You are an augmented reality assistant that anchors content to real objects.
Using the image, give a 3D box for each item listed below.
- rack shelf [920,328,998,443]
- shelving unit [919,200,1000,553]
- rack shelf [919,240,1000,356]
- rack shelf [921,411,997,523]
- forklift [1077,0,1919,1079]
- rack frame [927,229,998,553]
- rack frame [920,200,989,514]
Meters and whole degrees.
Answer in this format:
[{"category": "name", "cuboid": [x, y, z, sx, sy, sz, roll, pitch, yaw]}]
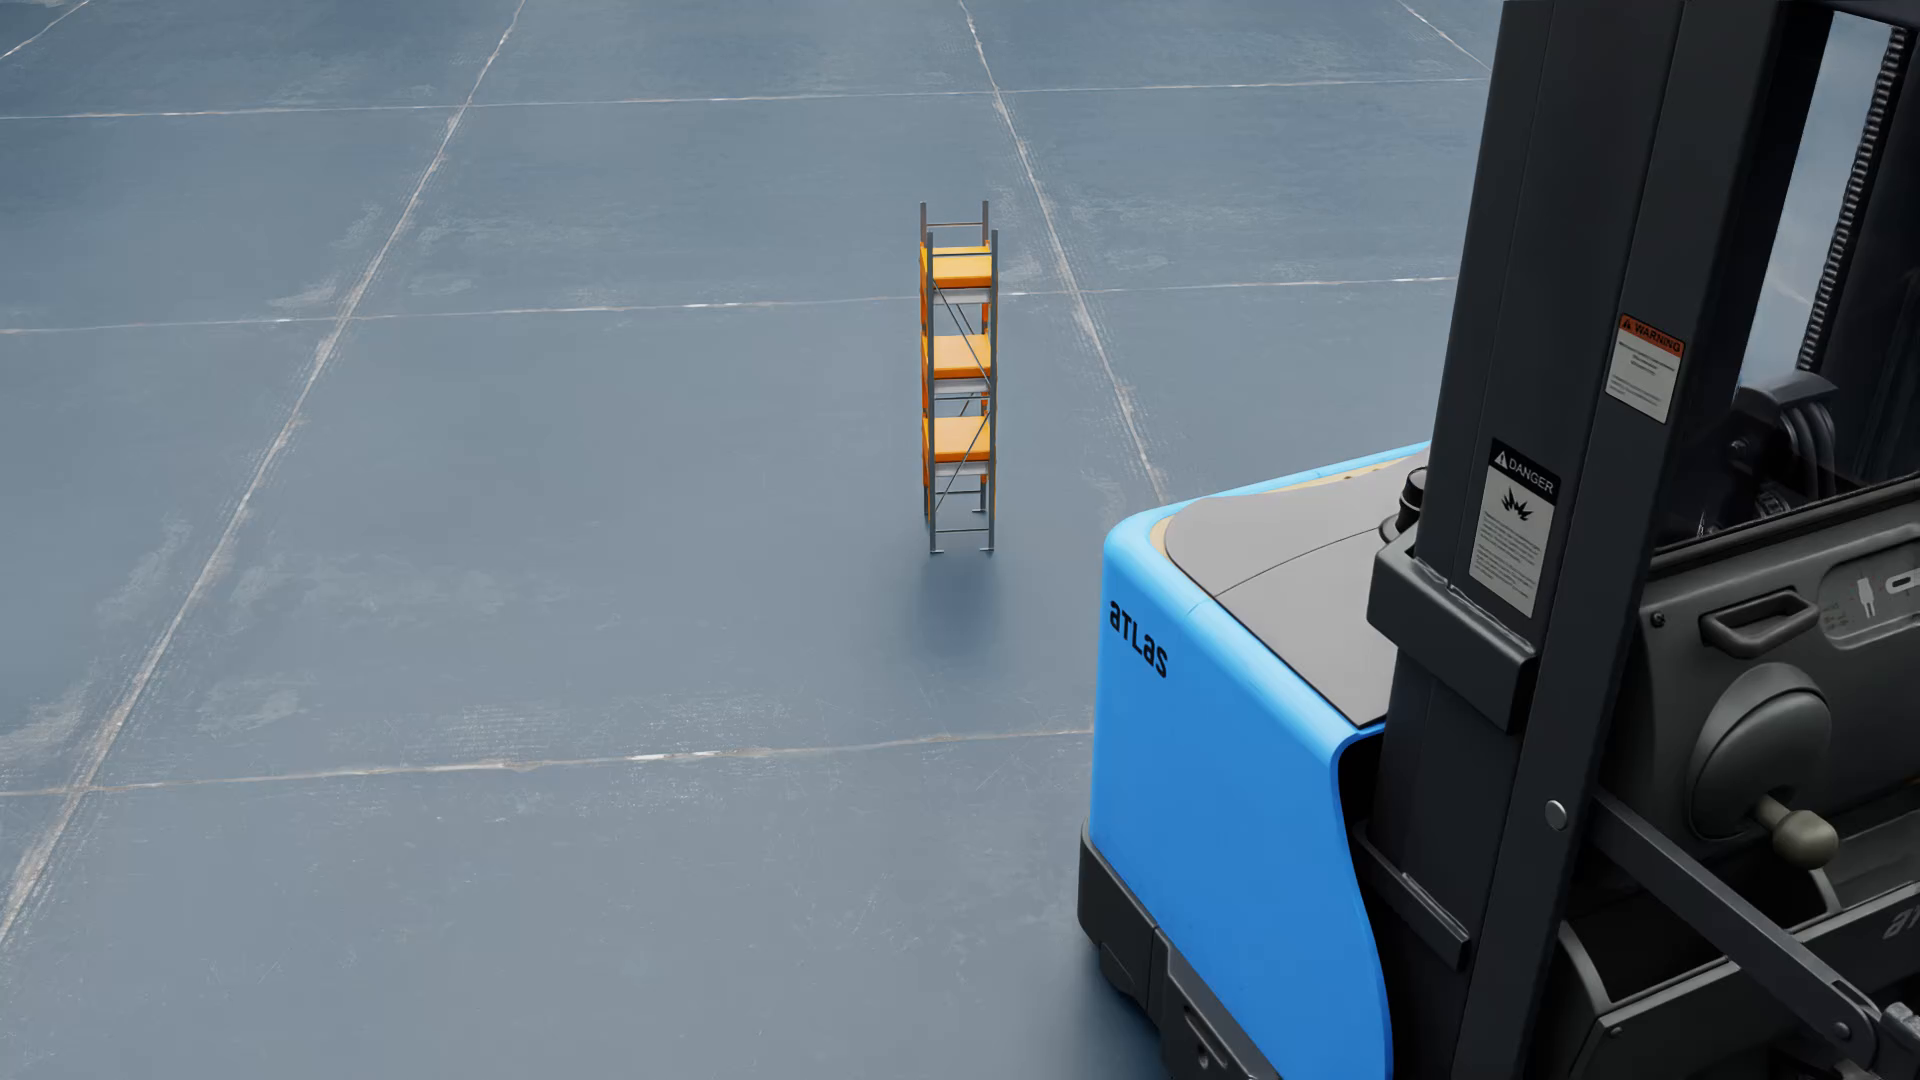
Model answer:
[{"category": "rack shelf", "cuboid": [-0.005, -0.469, 5.032, 0.215, 0.259, 0.240, -3, 31, -5]}, {"category": "shelving unit", "cuboid": [-0.005, -0.478, 5.027, 0.215, 1.050, 0.252, -3, 31, -5]}, {"category": "rack shelf", "cuboid": [-0.005, -0.713, 4.886, 0.215, 0.259, 0.240, -3, 31, -5]}, {"category": "rack shelf", "cuboid": [-0.005, -0.230, 5.174, 0.215, 0.259, 0.240, -3, 31, -5]}, {"category": "forklift", "cuboid": [1.349, 0.200, 2.057, 1.130, 2.935, 3.031, -14, 33, -22]}, {"category": "rack frame", "cuboid": [0.006, -0.416, 4.922, 0.200, 1.050, 0.008, -3, 31, -5]}, {"category": "rack frame", "cuboid": [-0.016, -0.540, 5.131, 0.200, 1.050, 0.008, -3, 31, -5]}]
